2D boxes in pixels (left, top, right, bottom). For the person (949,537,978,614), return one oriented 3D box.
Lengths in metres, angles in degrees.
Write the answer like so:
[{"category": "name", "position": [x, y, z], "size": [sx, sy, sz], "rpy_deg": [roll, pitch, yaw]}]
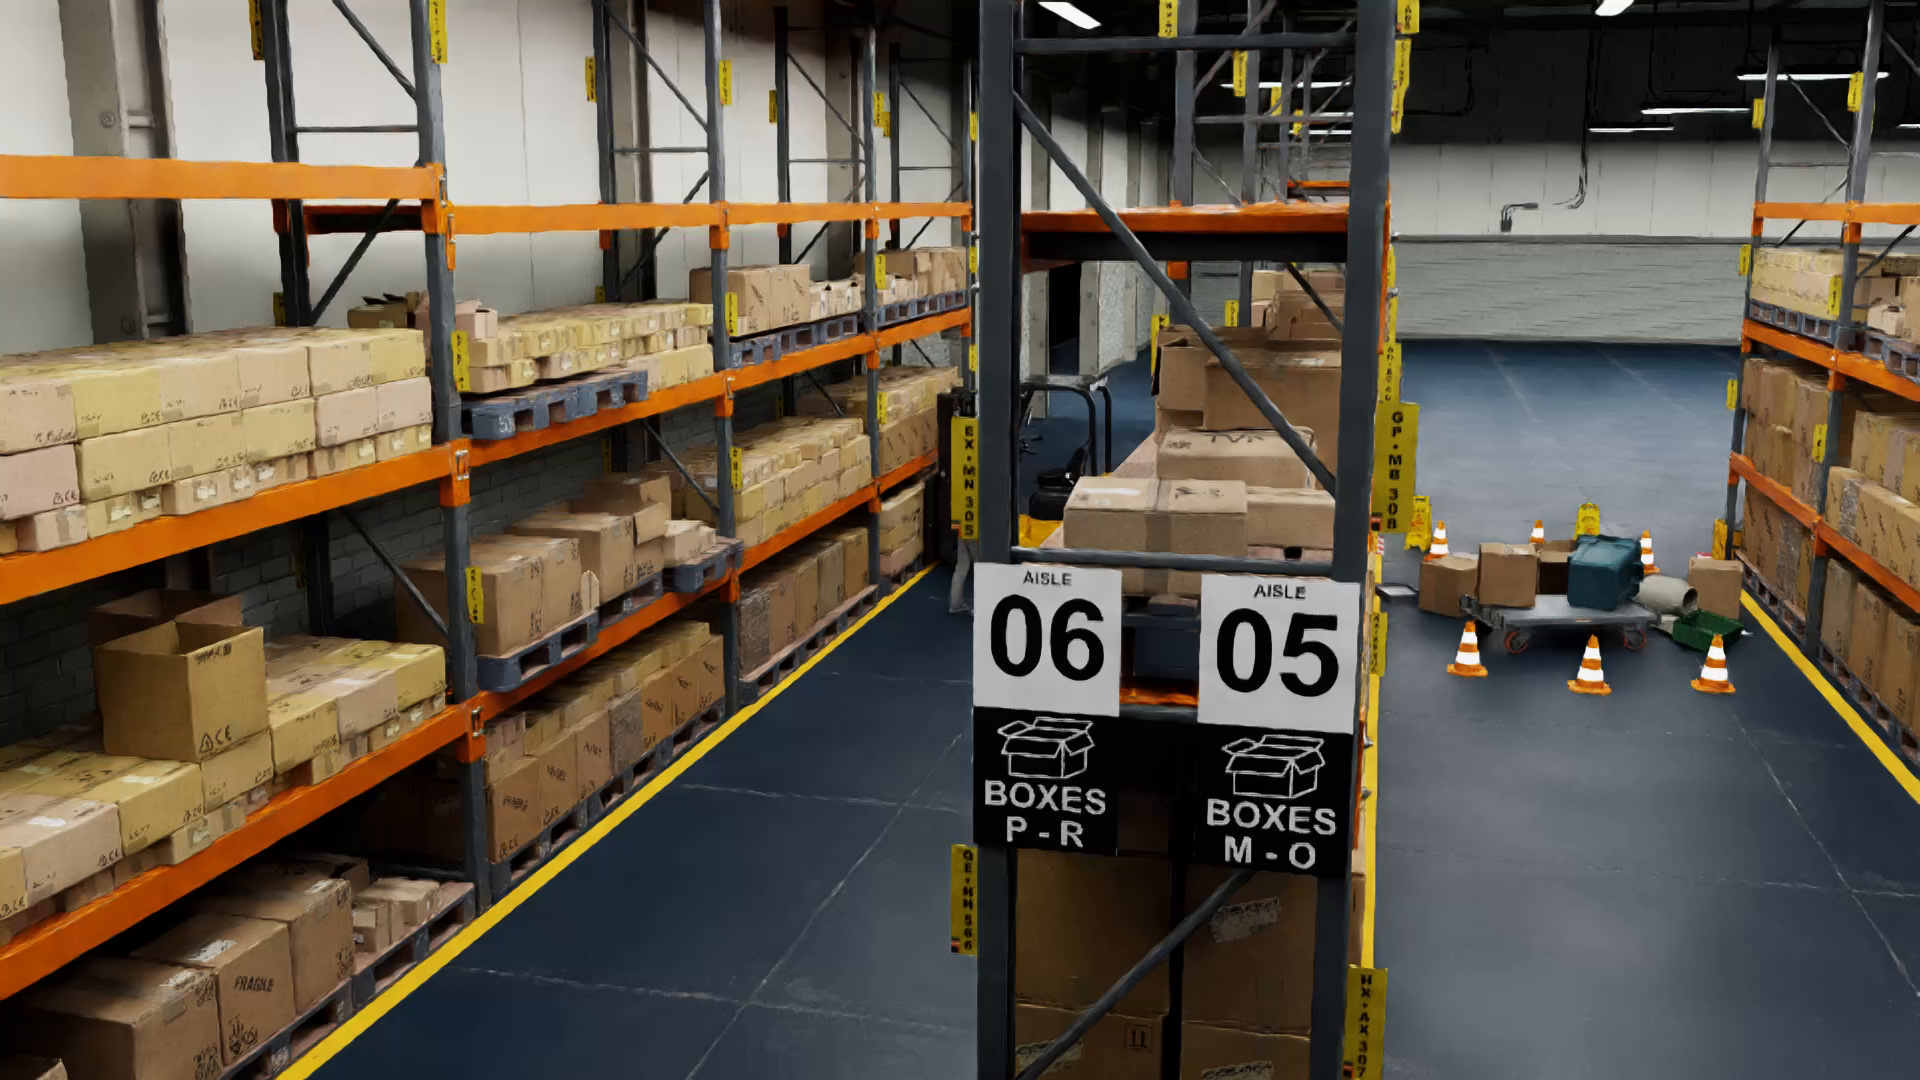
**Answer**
[{"category": "person", "position": [0.130, -0.036, 16.730], "size": [0.445, 1.723, 0.488], "rpy_deg": [-5, 12, -22]}]
